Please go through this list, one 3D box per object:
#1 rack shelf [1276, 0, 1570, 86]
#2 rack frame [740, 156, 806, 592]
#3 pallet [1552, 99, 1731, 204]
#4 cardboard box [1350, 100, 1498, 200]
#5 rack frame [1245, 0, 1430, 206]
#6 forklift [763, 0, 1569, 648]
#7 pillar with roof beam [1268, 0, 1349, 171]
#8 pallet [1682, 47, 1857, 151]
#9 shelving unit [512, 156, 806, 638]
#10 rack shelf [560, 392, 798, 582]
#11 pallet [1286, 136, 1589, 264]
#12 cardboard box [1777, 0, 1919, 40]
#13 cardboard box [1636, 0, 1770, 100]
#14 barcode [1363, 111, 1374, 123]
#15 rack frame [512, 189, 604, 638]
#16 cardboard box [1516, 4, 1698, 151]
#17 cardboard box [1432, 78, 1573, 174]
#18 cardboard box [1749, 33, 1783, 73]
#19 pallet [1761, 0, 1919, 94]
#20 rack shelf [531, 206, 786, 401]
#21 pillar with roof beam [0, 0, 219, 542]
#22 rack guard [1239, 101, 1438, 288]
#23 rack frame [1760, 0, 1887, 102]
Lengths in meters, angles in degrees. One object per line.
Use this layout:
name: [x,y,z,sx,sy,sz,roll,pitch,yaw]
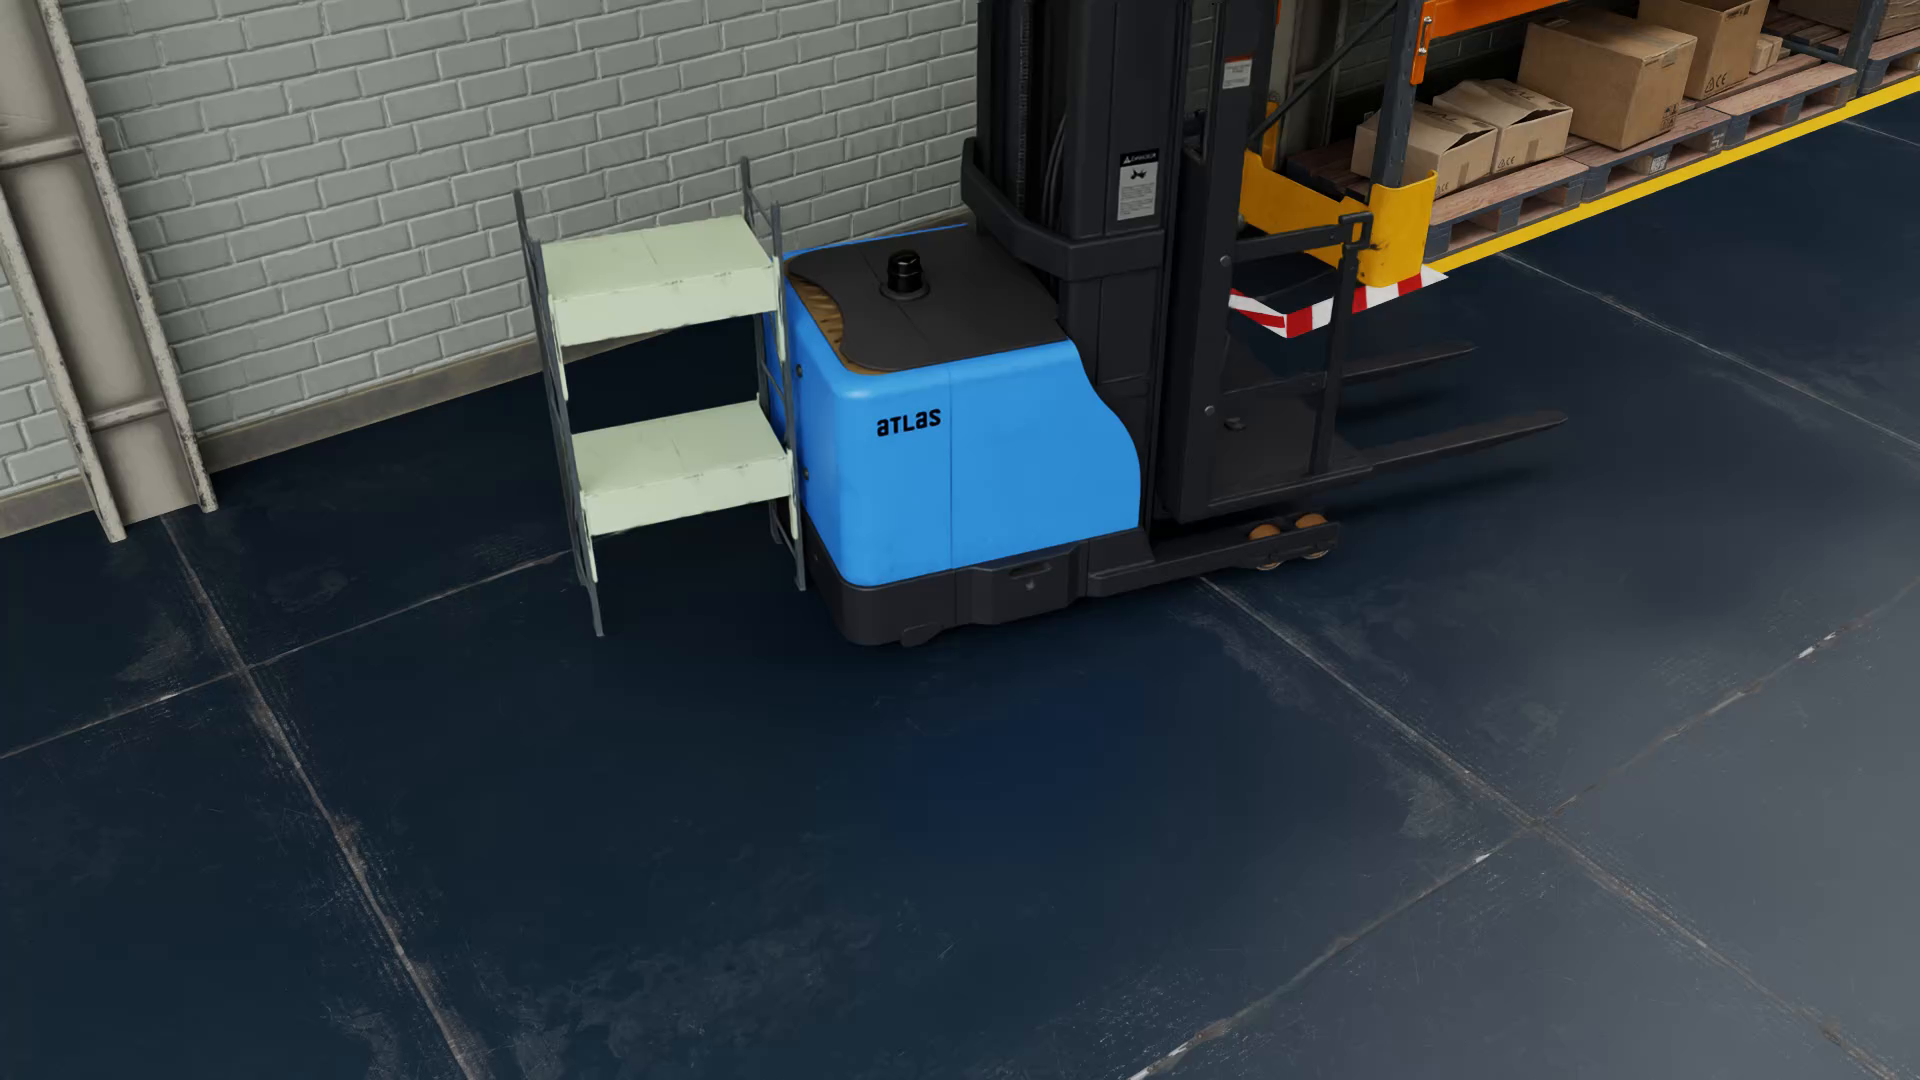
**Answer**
rack shelf: [3.356,-3.097,8.603,4.000,0.370,1.077,-22,41,-28]
rack frame: [-0.636,-0.533,5.706,0.023,1.500,0.400,-12,38,-17]
pallet: [3.465,-2.274,9.231,1.213,0.211,1.003,-22,41,-28]
cardboard box: [2.339,-1.993,8.378,0.500,0.311,0.500,-28,44,-33]
rack frame: [1.722,-2.716,7.458,0.127,3.000,1.000,-22,41,-28]
forklift: [0.861,-1.355,5.623,3.031,2.935,1.130,-12,38,-17]
pillar with roof beam: [4.276,-3.745,3.750,0.400,9.000,9.100,-22,41,-28]
pallet: [4.463,-2.687,9.805,1.213,0.211,1.003,-22,41,-28]
shelving unit: [-0.978,-0.457,5.601,0.755,1.500,0.431,-12,38,-17]
rack shelf: [-0.978,-0.192,5.791,0.720,0.370,0.431,-12,38,-17]
pallet: [2.468,-1.866,8.664,1.213,0.211,1.003,-22,41,-28]
cardboard box: [5.583,-3.481,10.285,0.500,0.500,0.700,-21,41,-26]
cardboard box: [4.166,-2.857,9.418,0.500,0.500,0.500,-26,43,-31]
barcode: [2.123,-2.194,8.649,0.075,0.075,0.001,-22,41,-28]
rack frame: [-1.320,-0.381,5.495,0.023,1.500,0.400,-12,38,-17]
cardboard box: [3.434,-2.484,8.899,0.500,0.500,0.700,-25,43,-31]
cardboard box: [2.805,-2.185,8.645,0.500,0.311,0.500,-19,40,-24]
cardboard box: [4.571,-2.896,9.757,0.250,0.166,0.380,-28,44,-33]
pallet: [5.627,-3.192,10.507,1.213,0.211,1.003,-22,41,-28]
rack shelf: [-0.978,-0.774,5.373,0.720,0.370,0.431,-12,38,-17]
pillar with roof beam: [-0.629,-1.727,0.944,0.400,9.000,9.100,-22,41,-28]
rack guard: [1.784,-1.727,8.223,0.348,0.500,1.175,-22,41,-28]
rack frame: [4.991,-4.062,9.328,0.127,3.000,1.000,-22,41,-28]
